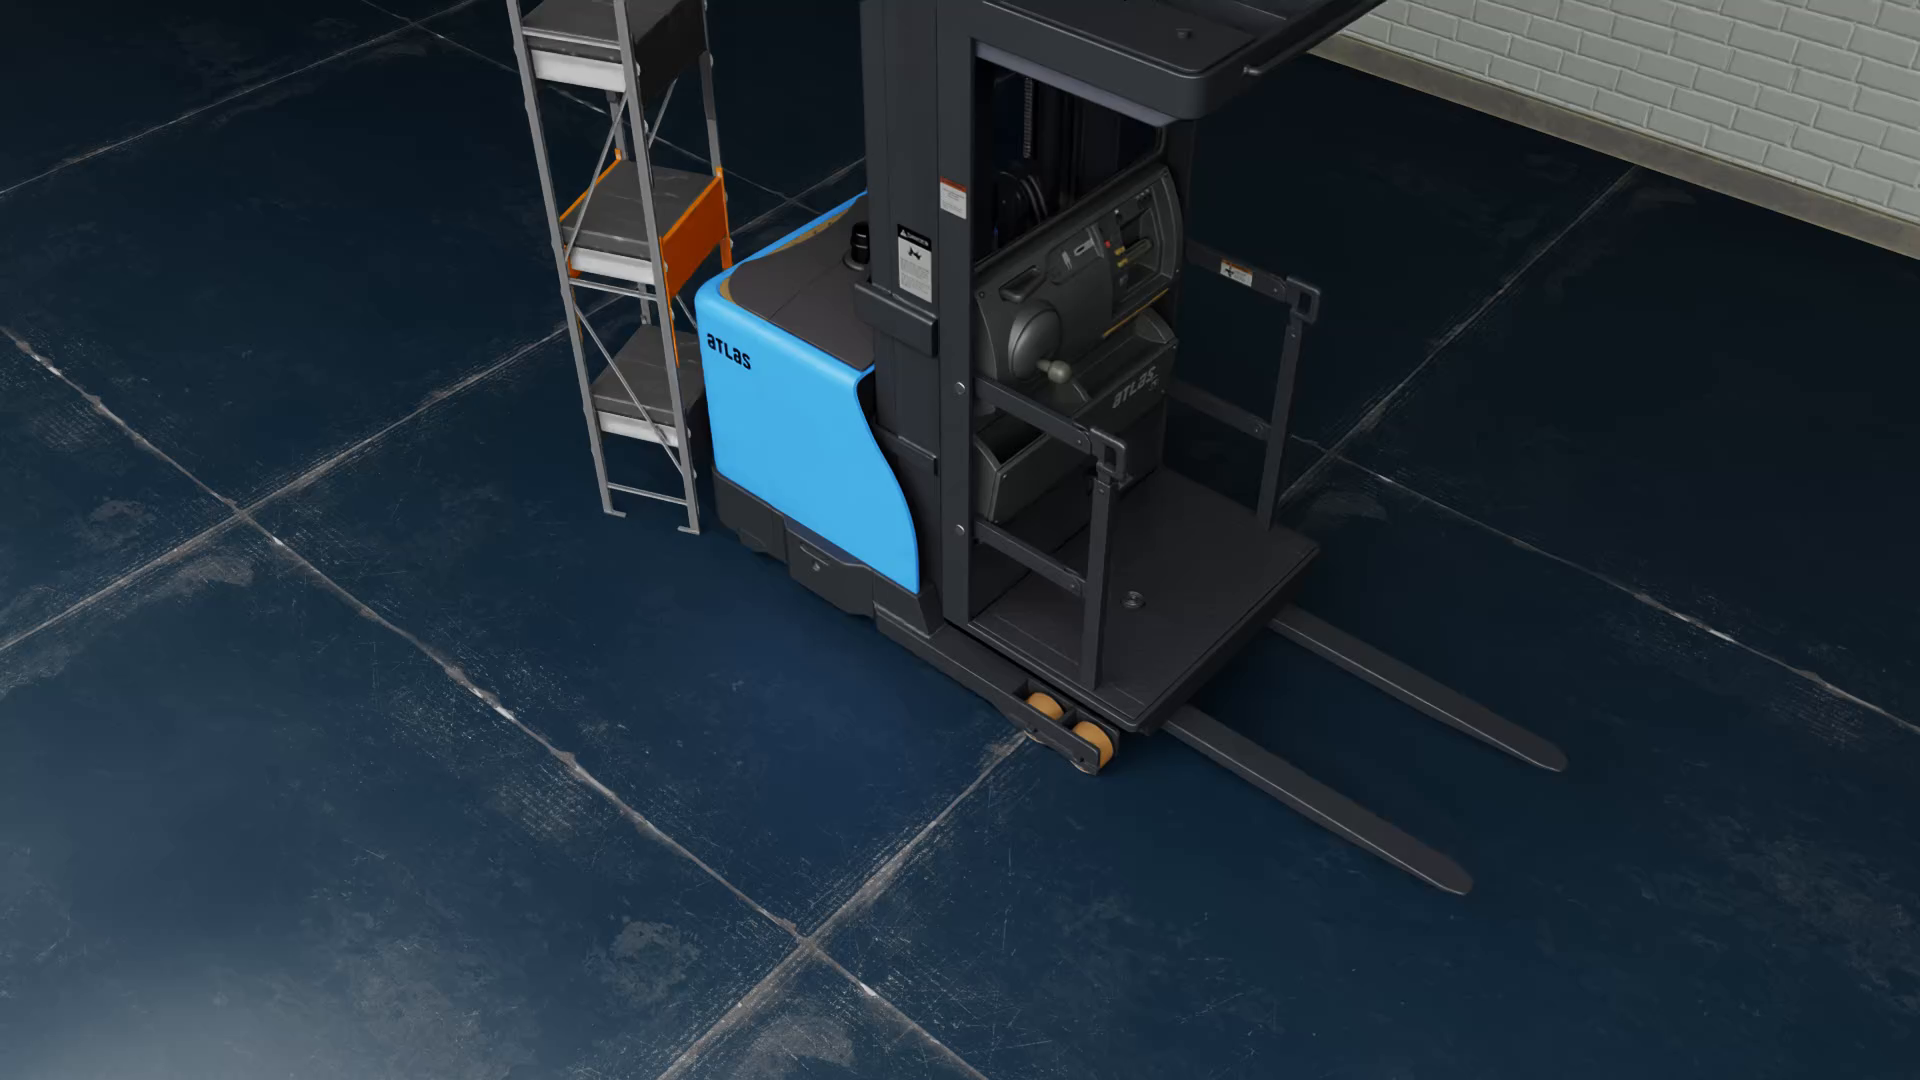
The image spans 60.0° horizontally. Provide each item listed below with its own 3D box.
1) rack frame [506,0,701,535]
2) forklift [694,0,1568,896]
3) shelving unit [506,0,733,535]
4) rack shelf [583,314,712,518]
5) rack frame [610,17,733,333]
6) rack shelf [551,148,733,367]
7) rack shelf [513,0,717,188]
[{"bbox_3d":[-1.170,-0.842,5.615,0.400,2.100,0.015,13,44,14],"label":"rack frame"},{"bbox_3d":[0.530,-0.731,4.876,3.031,2.935,1.130,30,50,29],"label":"forklift"},{"bbox_3d":[-1.091,-0.998,5.786,0.431,2.100,0.503,13,44,14],"label":"shelving unit"},{"bbox_3d":[-1.091,-0.470,6.267,0.431,0.518,0.480,13,44,14],"label":"rack shelf"},{"bbox_3d":[-1.013,-1.153,5.957,0.400,2.100,0.015,13,44,14],"label":"rack frame"},{"bbox_3d":[-1.091,-0.988,5.796,0.431,0.518,0.480,13,44,14],"label":"rack shelf"},{"bbox_3d":[-1.091,-1.505,5.325,0.431,0.518,0.480,13,44,14],"label":"rack shelf"}]
